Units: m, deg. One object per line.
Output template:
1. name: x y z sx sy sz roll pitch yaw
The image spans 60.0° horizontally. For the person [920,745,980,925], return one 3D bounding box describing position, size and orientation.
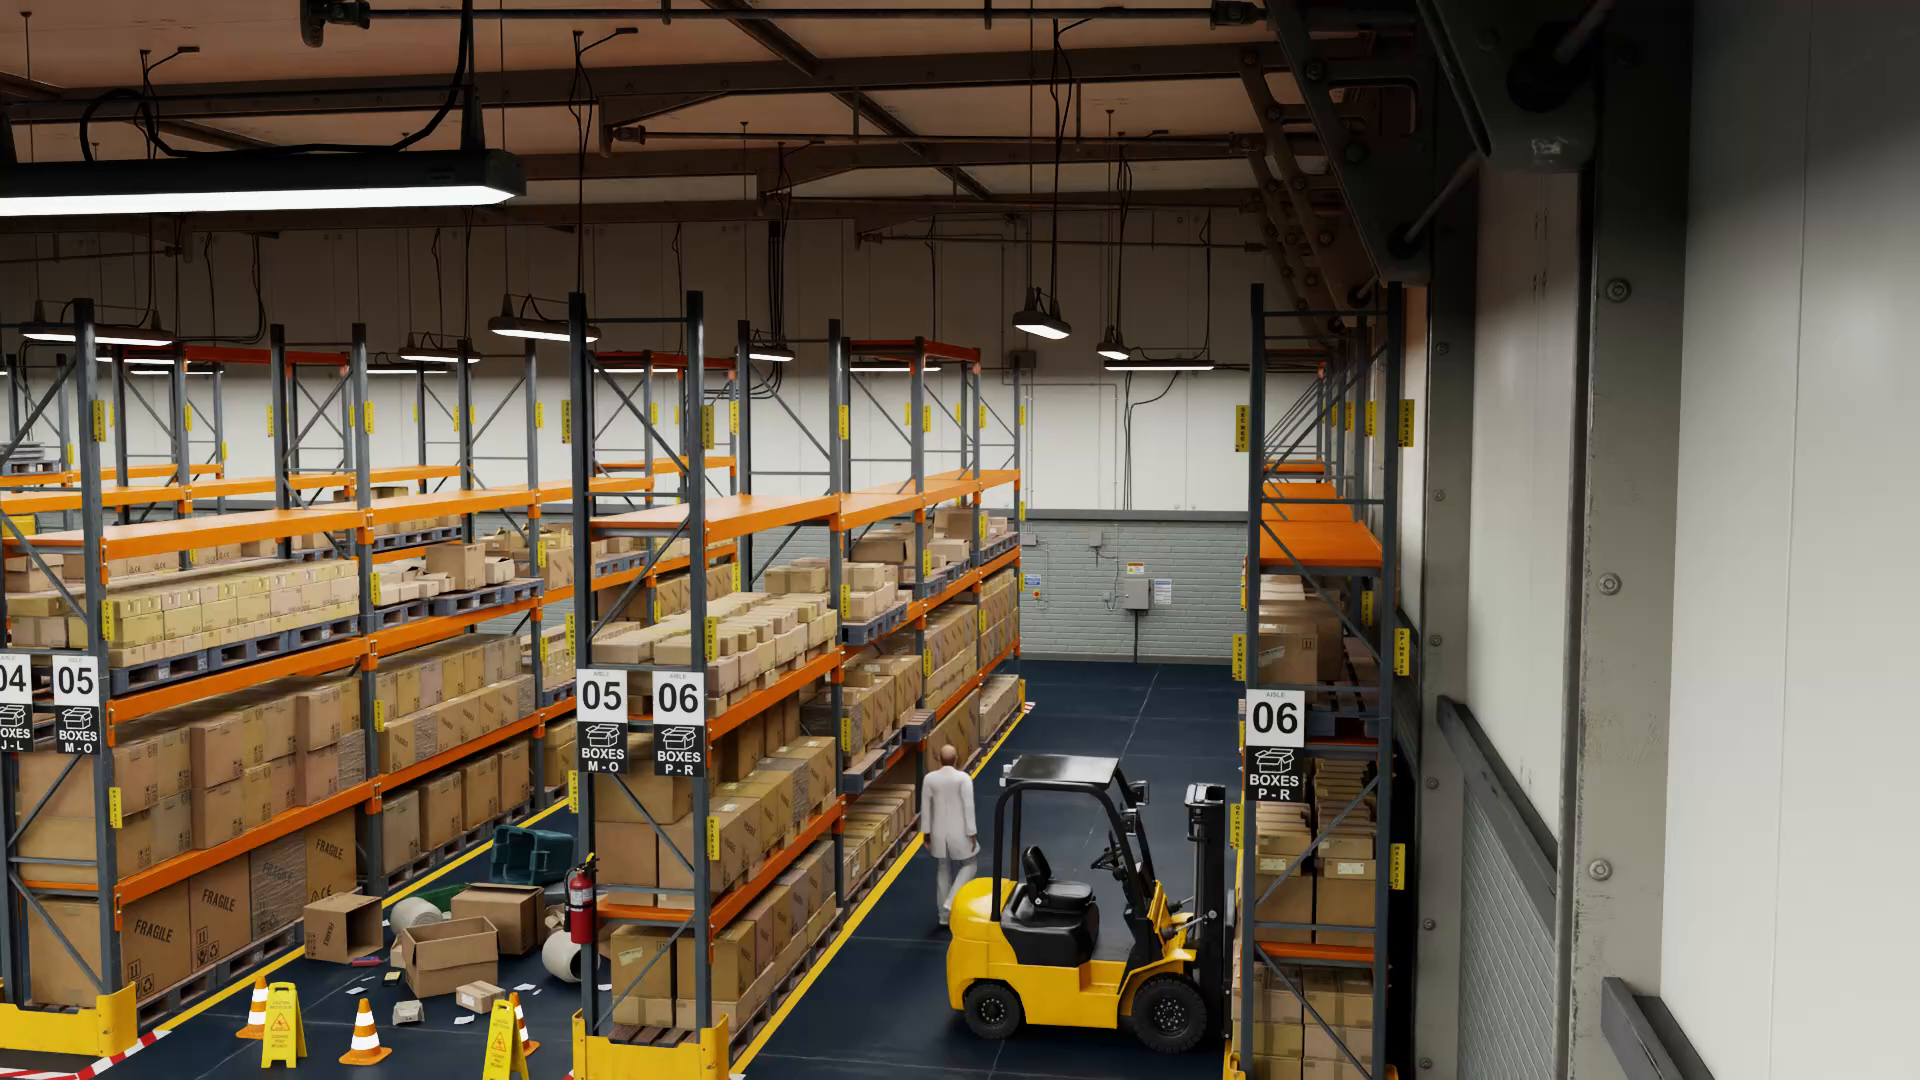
1. person: -0.114 3.050 16.608 0.619 1.550 0.572 2 5 20
